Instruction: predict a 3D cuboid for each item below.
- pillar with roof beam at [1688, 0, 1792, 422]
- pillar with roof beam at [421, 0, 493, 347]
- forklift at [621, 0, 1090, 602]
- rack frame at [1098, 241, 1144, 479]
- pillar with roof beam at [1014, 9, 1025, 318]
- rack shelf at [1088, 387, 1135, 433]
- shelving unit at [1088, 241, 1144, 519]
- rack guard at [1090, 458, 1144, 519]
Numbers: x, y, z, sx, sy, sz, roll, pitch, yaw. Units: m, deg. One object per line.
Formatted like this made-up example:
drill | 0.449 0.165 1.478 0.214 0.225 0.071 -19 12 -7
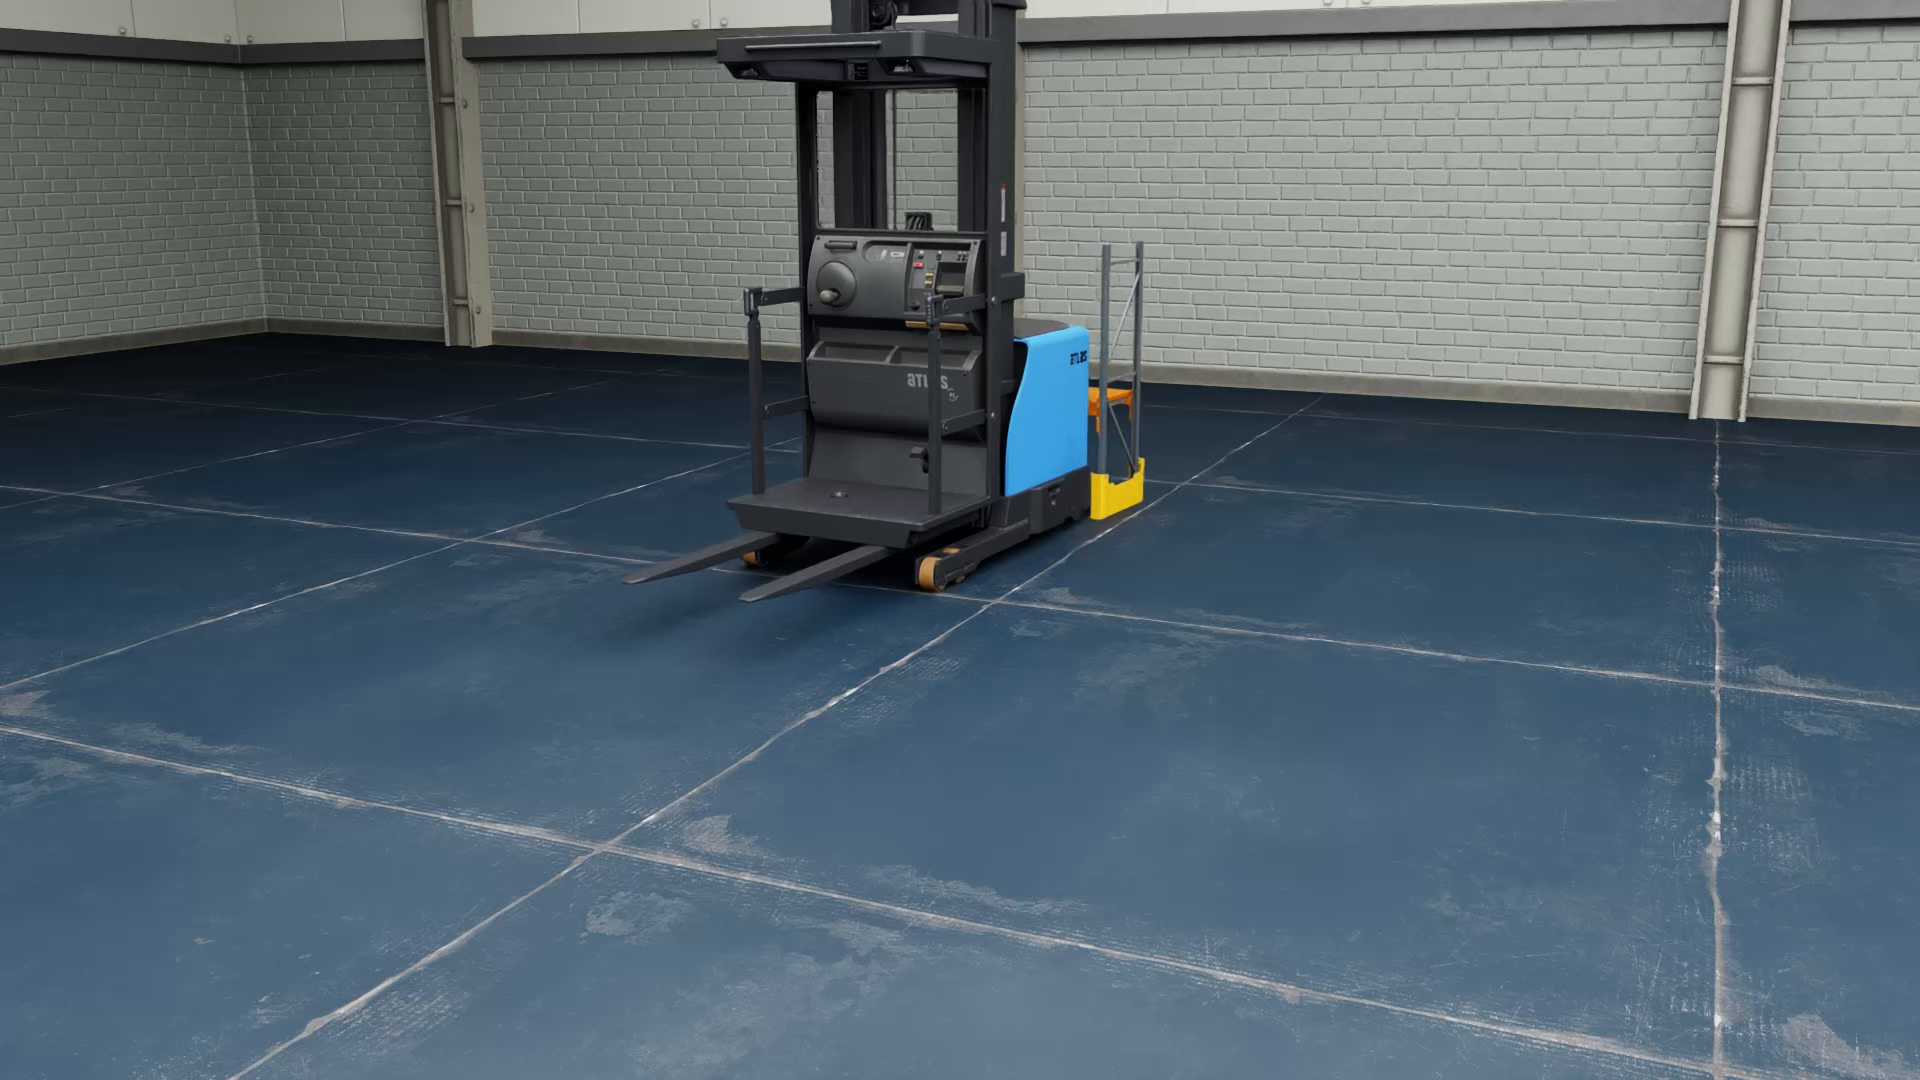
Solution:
pillar with roof beam | 4.069 -4.423 7.908 0.400 9.000 9.100 6 14 23
pillar with roof beam | -6.903 -5.534 12.640 0.400 9.000 9.100 6 14 23
forklift | -0.426 -1.303 7.893 1.130 2.935 3.031 7 15 27
rack frame | 0.901 -0.908 9.341 0.032 1.500 0.500 7 15 29
pillar with roof beam | -1.417 -4.979 10.274 0.400 9.000 9.100 6 14 23
rack shelf | 0.458 -0.790 9.625 1.000 0.185 0.538 7 15 29
shelving unit | 0.466 -0.964 9.580 1.083 1.500 0.587 7 15 29
rack guard | 0.900 -0.300 9.484 0.087 0.250 0.587 7 15 29
